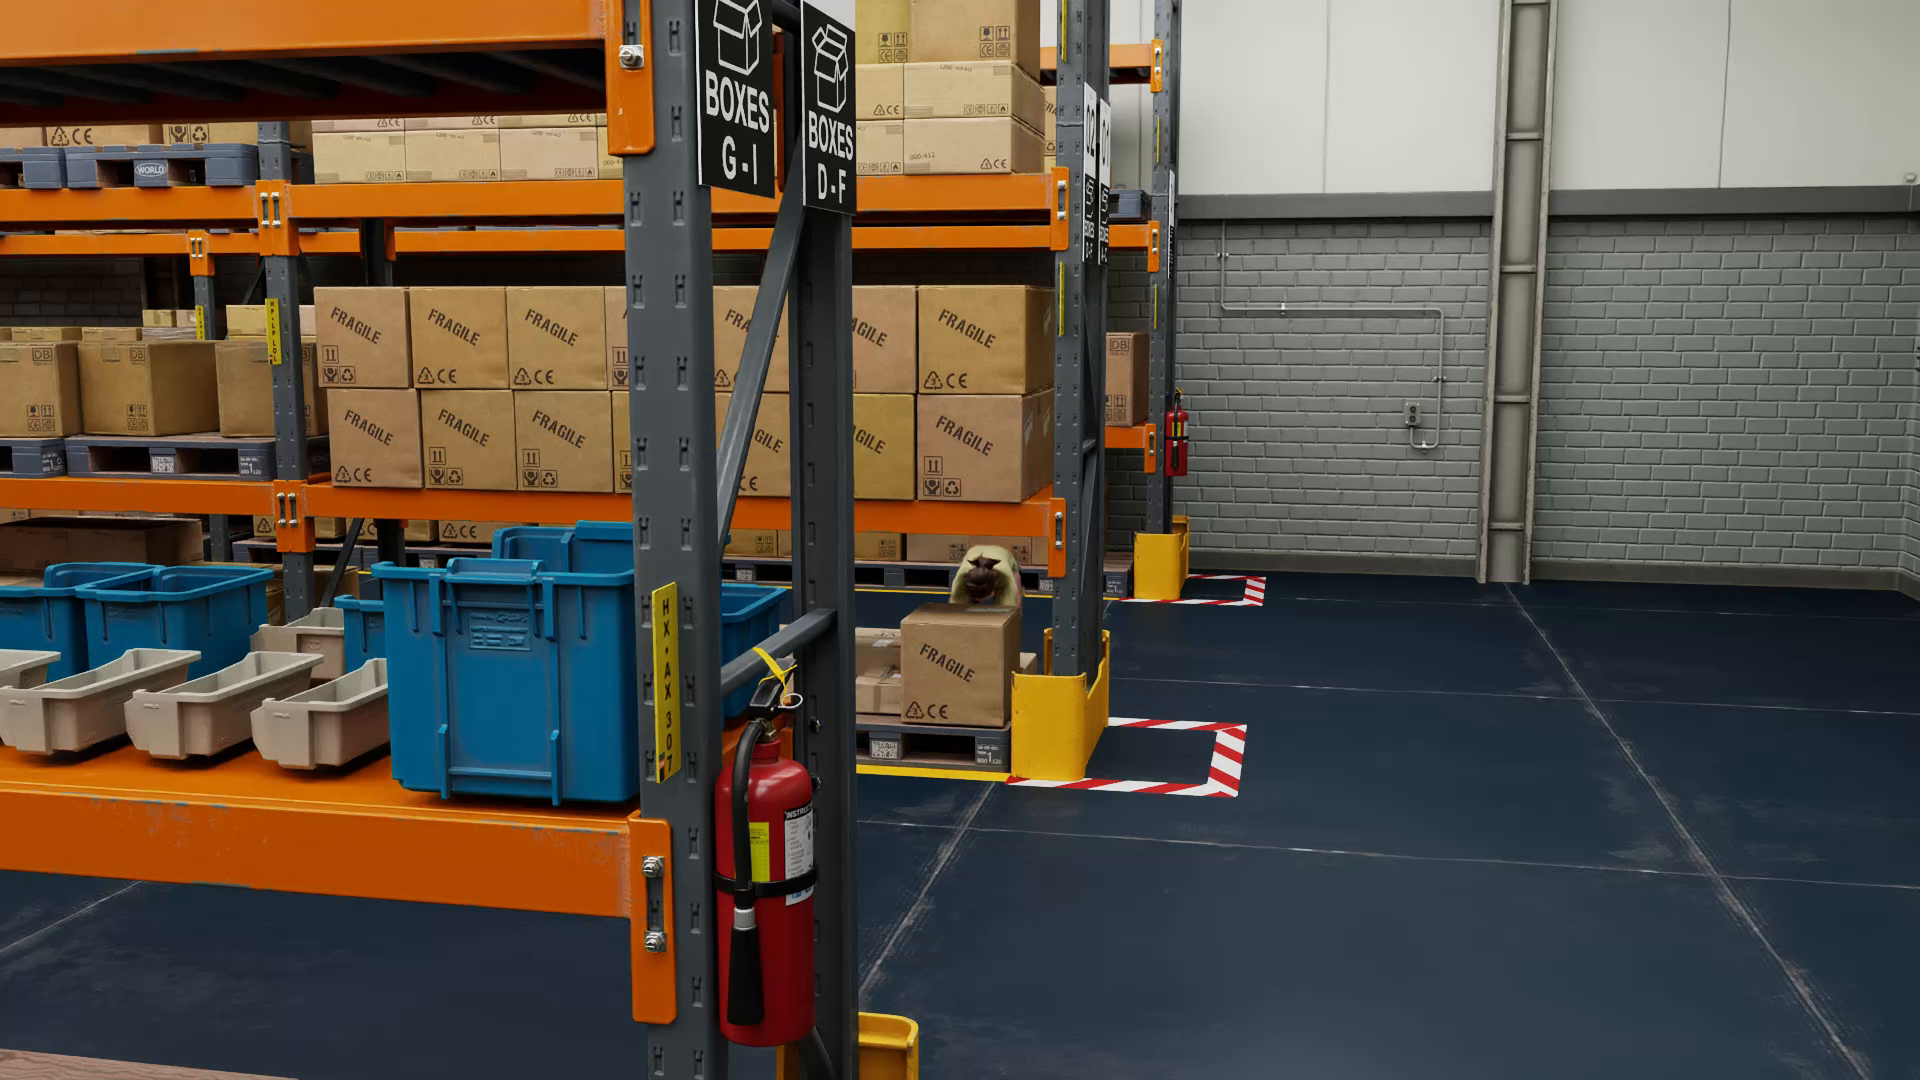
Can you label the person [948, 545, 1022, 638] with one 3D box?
[{"bbox_3d":[0.166,0.420,10.252,0.455,0.754,0.867,1,8,10],"label":"person"}]
